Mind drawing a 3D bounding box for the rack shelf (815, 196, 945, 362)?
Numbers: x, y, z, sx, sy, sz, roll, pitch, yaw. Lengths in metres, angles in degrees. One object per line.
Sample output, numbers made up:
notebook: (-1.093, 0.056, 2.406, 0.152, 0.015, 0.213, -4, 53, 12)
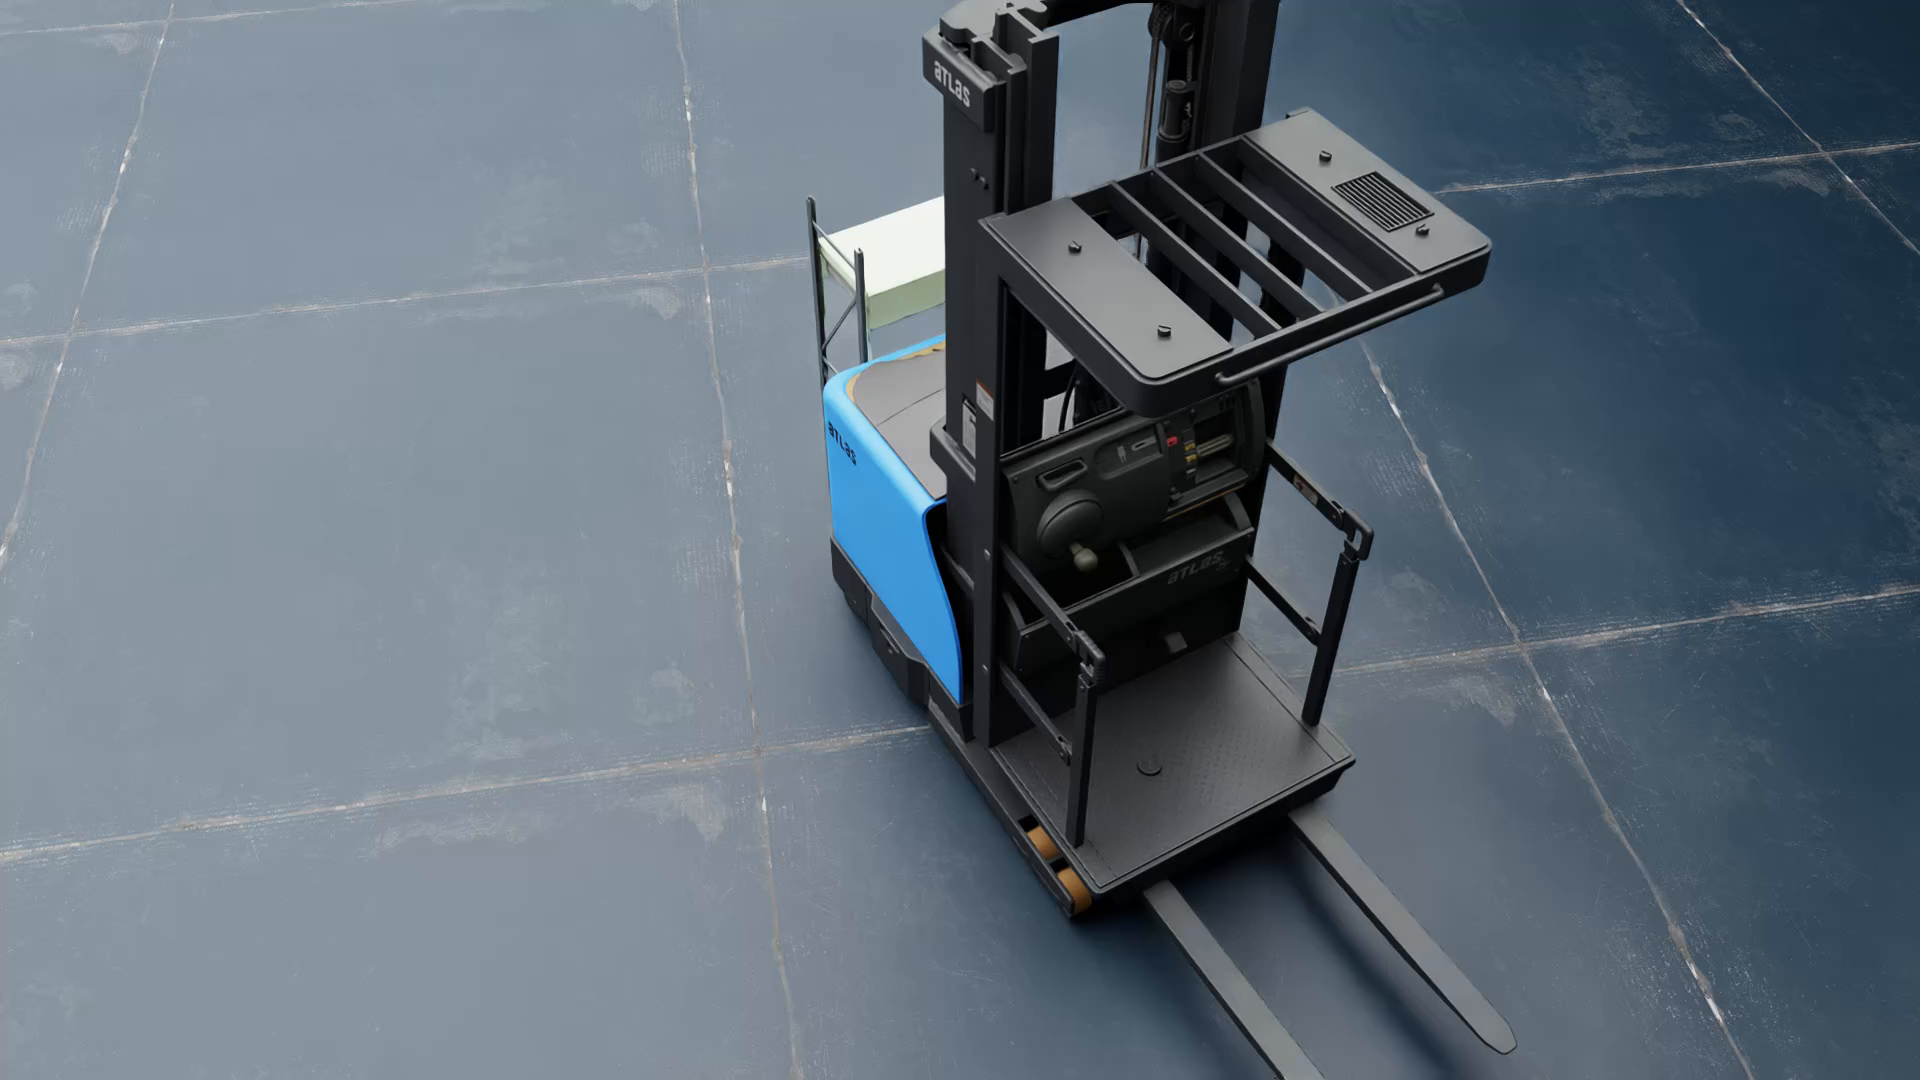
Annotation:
rack shelf: (-0.138, -1.018, 6.340, 0.720, 0.370, 0.431, -23, 50, -21)

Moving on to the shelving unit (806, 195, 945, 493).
shelving unit: (-0.138, -0.747, 6.621, 0.755, 1.500, 0.431, -23, 50, -21)

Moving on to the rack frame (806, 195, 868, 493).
rack frame: (-0.451, -0.611, 6.490, 0.023, 1.500, 0.400, -23, 50, -21)

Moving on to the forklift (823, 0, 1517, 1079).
forklift: (0.667, -0.119, 5.022, 1.130, 2.935, 3.031, -23, 50, -21)
